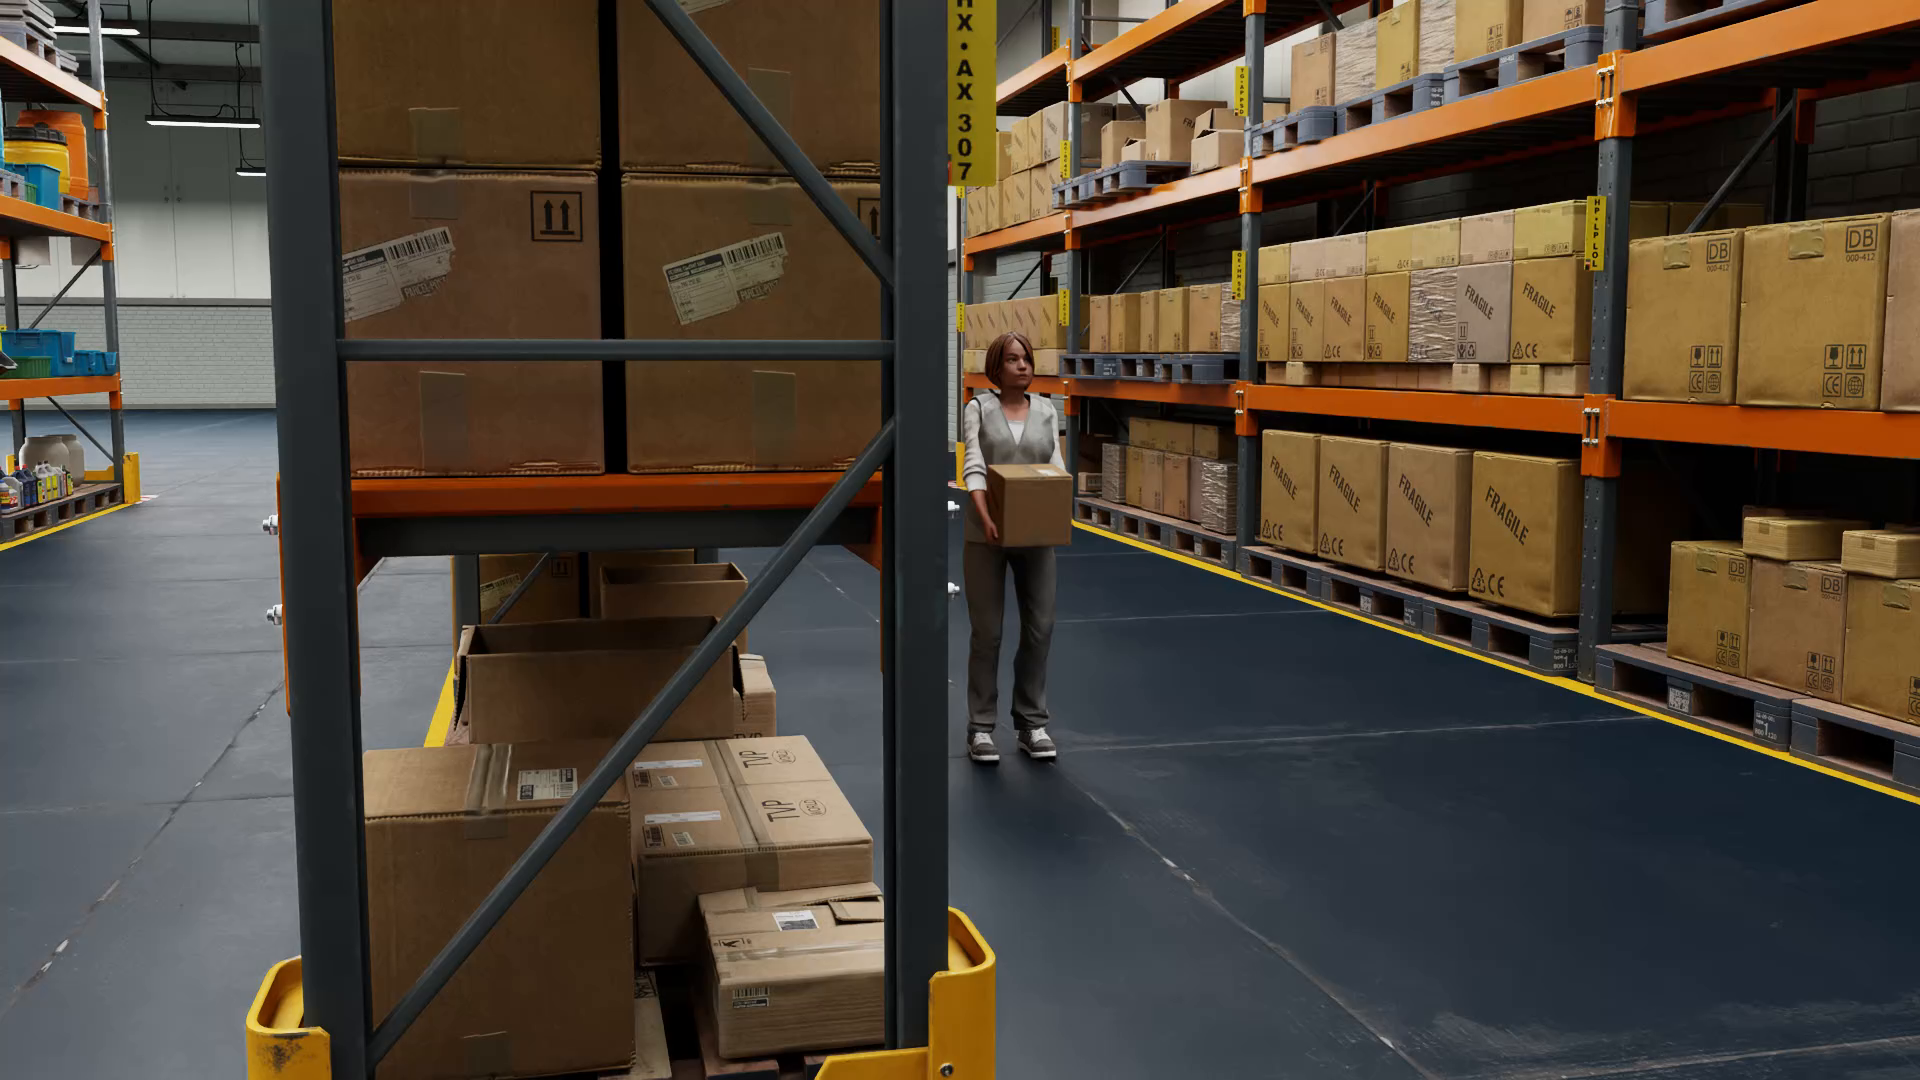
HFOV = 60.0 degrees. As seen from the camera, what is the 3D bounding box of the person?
[{"bbox_3d":[0.210,0.029,6.134,0.406,1.588,0.492,-2,7,-13],"label":"person"}]
